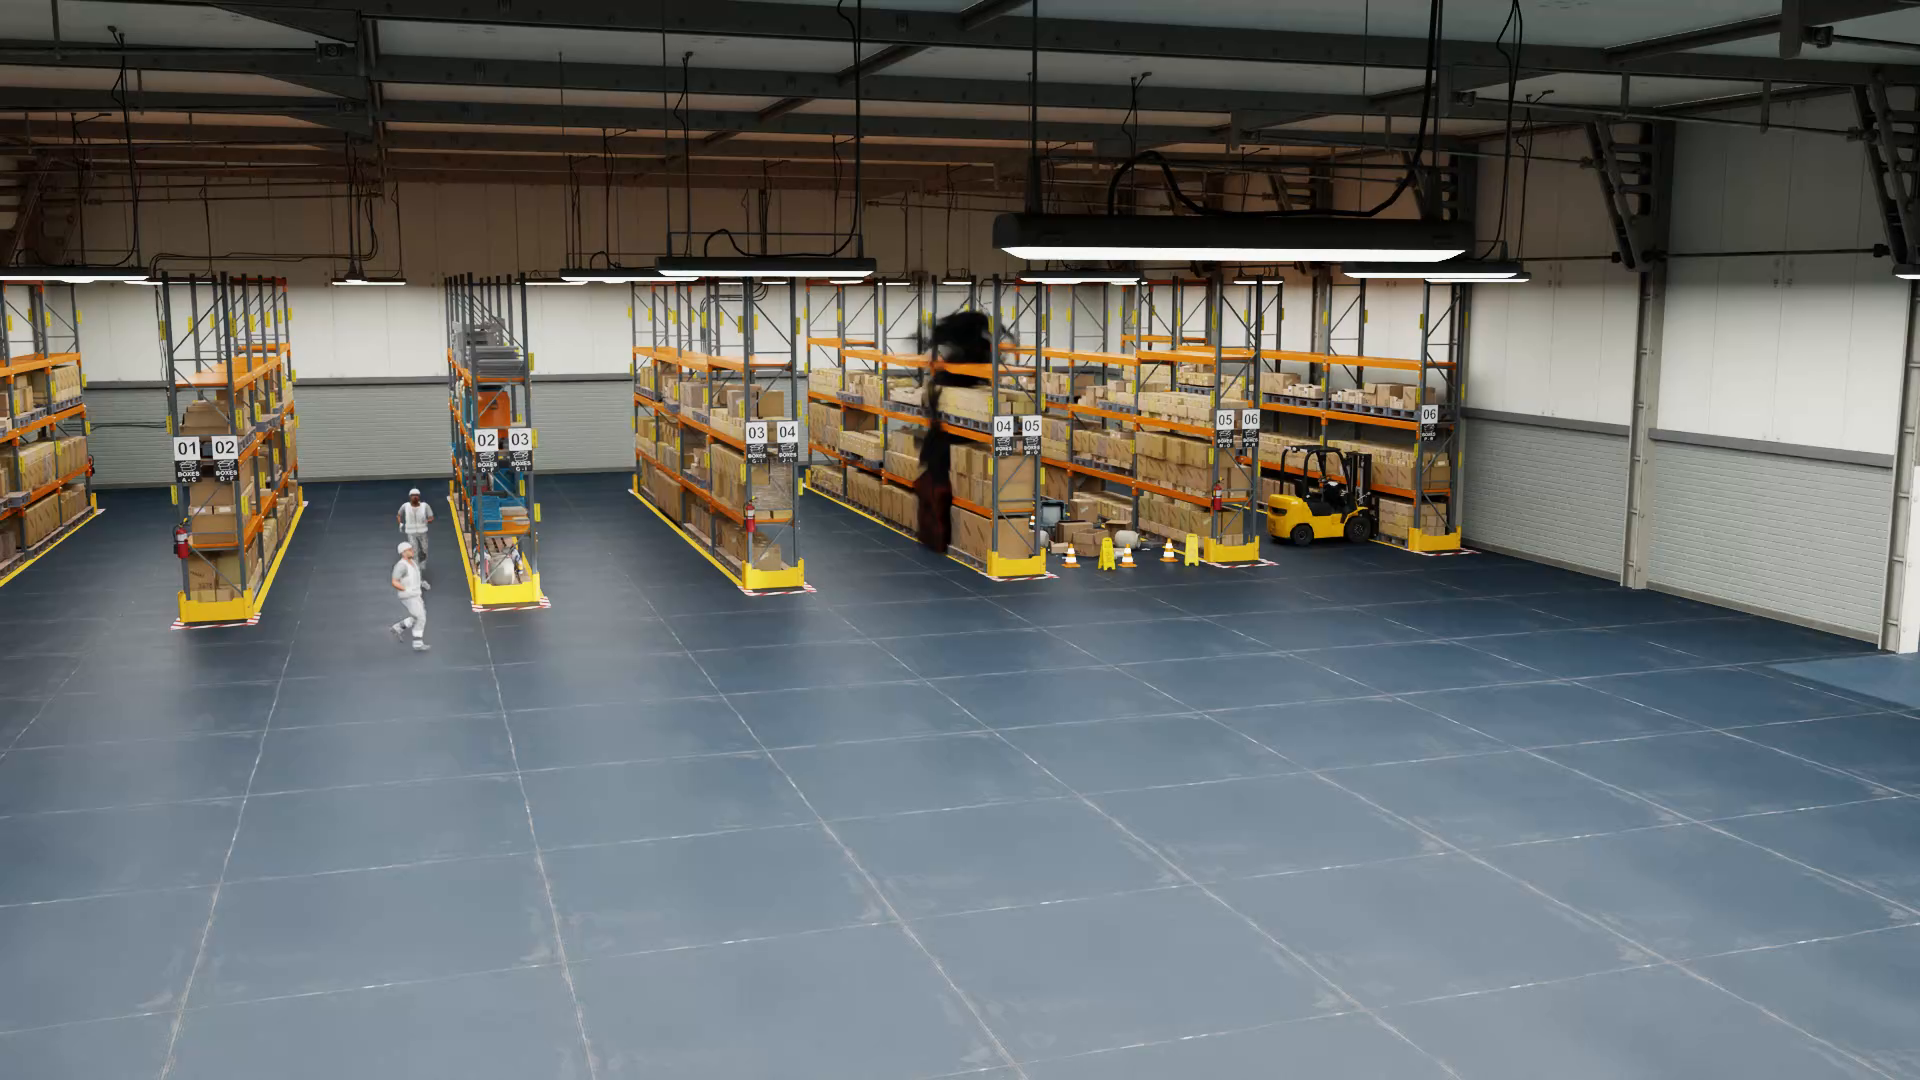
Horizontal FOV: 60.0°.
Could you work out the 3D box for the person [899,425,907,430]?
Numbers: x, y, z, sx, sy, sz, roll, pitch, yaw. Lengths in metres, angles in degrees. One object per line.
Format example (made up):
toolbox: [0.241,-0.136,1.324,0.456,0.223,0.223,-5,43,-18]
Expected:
person: [-1.608,-2.694,50.718,0.725,1.586,0.554,-2,9,-11]

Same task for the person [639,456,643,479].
person: [-9.028,-2.398,48.201,0.618,1.729,0.674,0,9,-1]

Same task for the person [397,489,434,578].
person: [-10.830,-0.142,33.133,0.696,1.763,0.941,-3,9,-21]

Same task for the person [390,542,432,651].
person: [-8.768,0.896,26.397,0.701,1.742,0.659,1,9,3]
